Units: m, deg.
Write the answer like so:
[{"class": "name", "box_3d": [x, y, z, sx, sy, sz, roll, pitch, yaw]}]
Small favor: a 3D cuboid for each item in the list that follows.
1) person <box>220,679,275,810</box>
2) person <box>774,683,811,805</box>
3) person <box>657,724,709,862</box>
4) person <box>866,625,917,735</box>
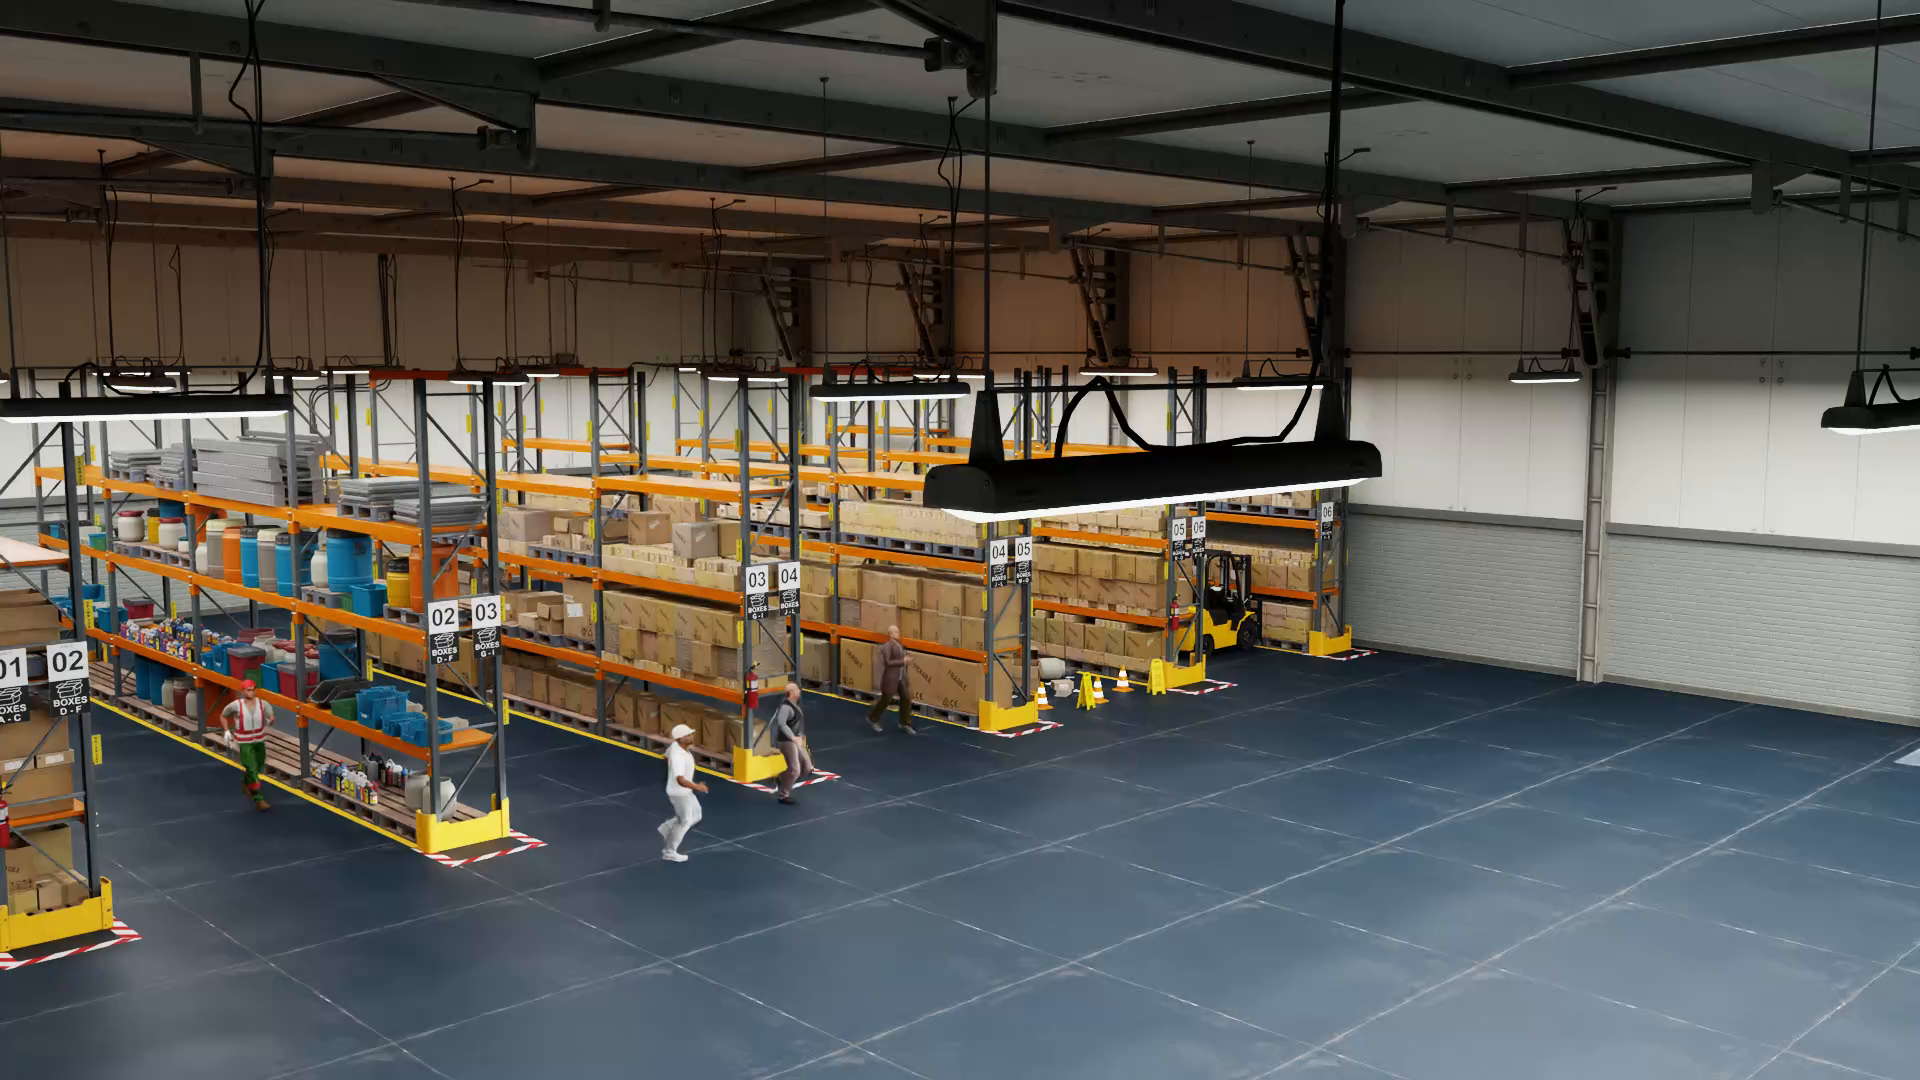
[{"class": "person", "box_3d": [-9.874, 2.805, 23.139, 0.993, 1.770, 0.662, 6, 9, 44]}, {"class": "person", "box_3d": [-2.366, 2.857, 23.518, 0.523, 1.658, 0.709, 1, 7, 12]}, {"class": "person", "box_3d": [-3.466, 3.141, 20.783, 0.647, 1.723, 0.729, -1, 7, -9]}, {"class": "person", "box_3d": [-1.148, 2.327, 27.590, 0.898, 1.846, 0.705, 3, 7, 26]}]
